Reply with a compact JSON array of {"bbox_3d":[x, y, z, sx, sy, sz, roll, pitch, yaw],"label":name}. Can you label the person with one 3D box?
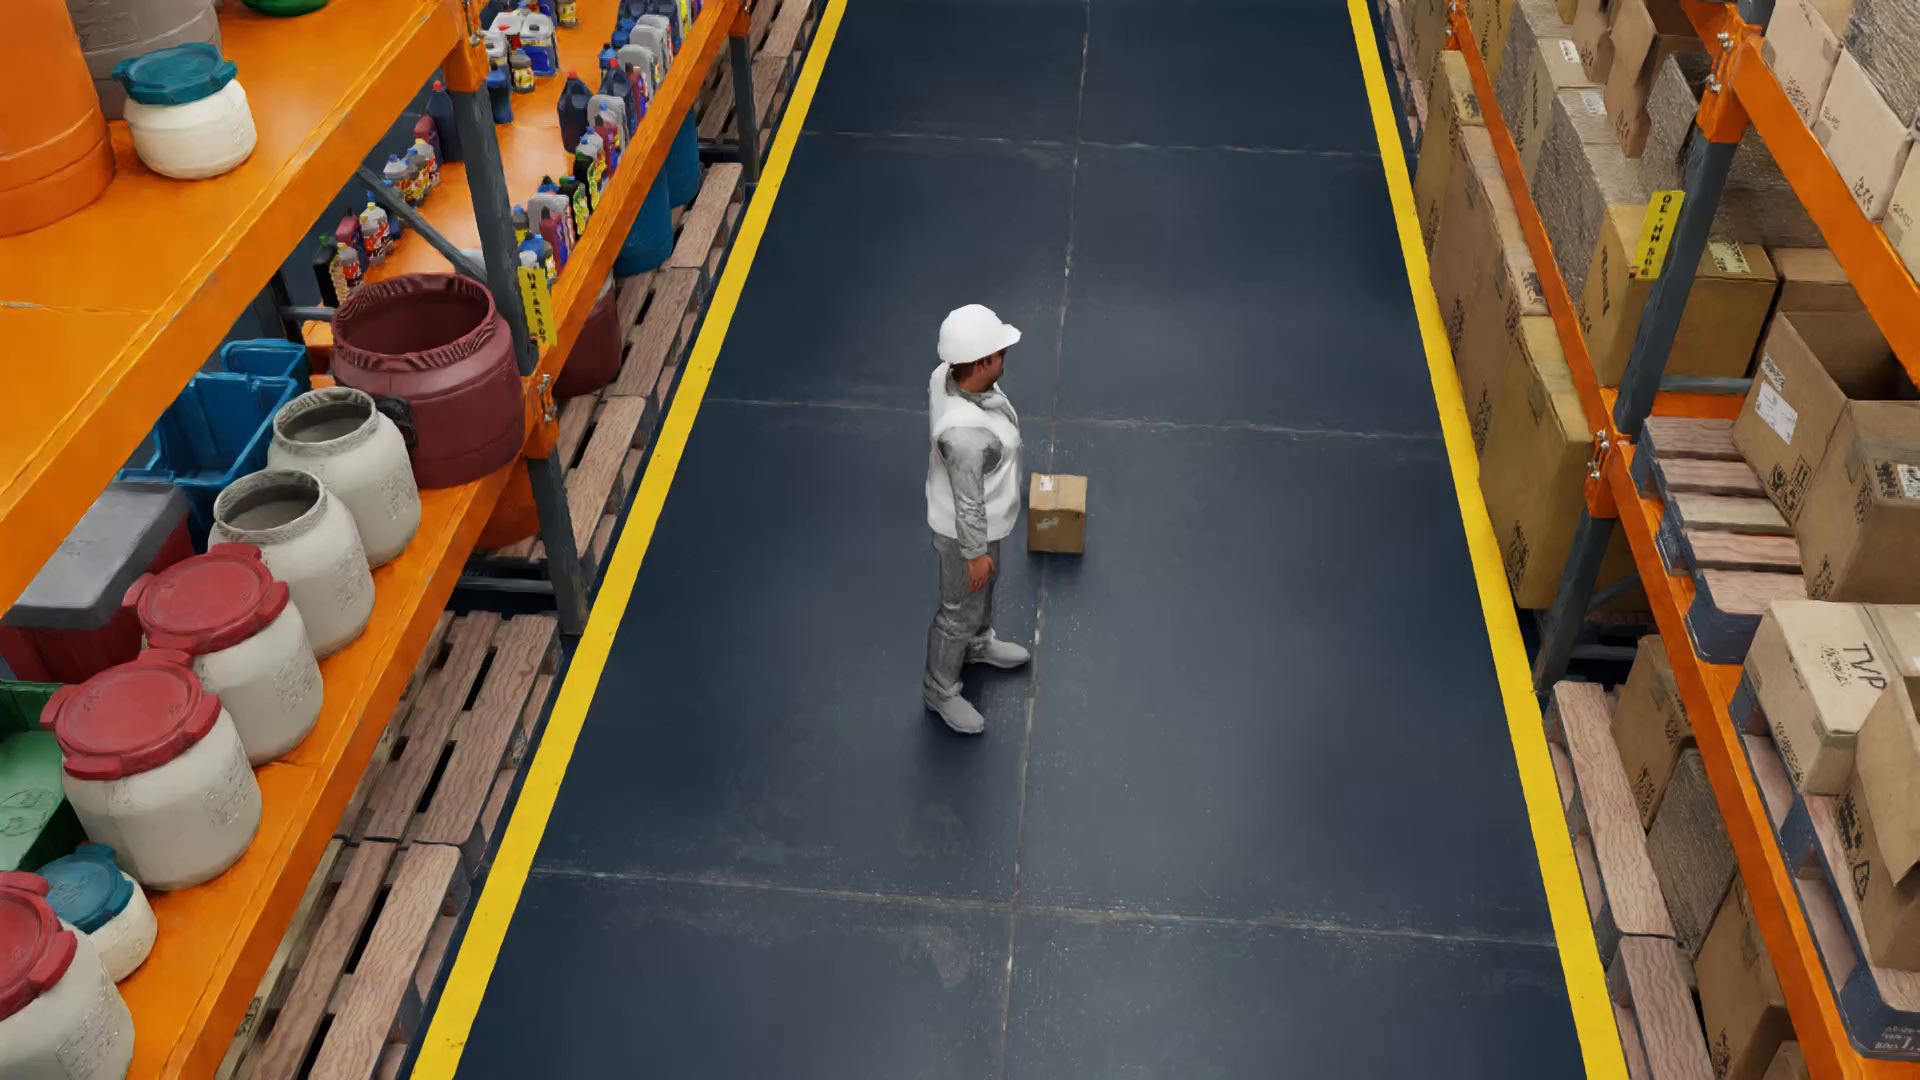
[{"bbox_3d":[0.070,-0.117,6.246,0.441,1.779,0.647,0,40,0],"label":"person"}]
